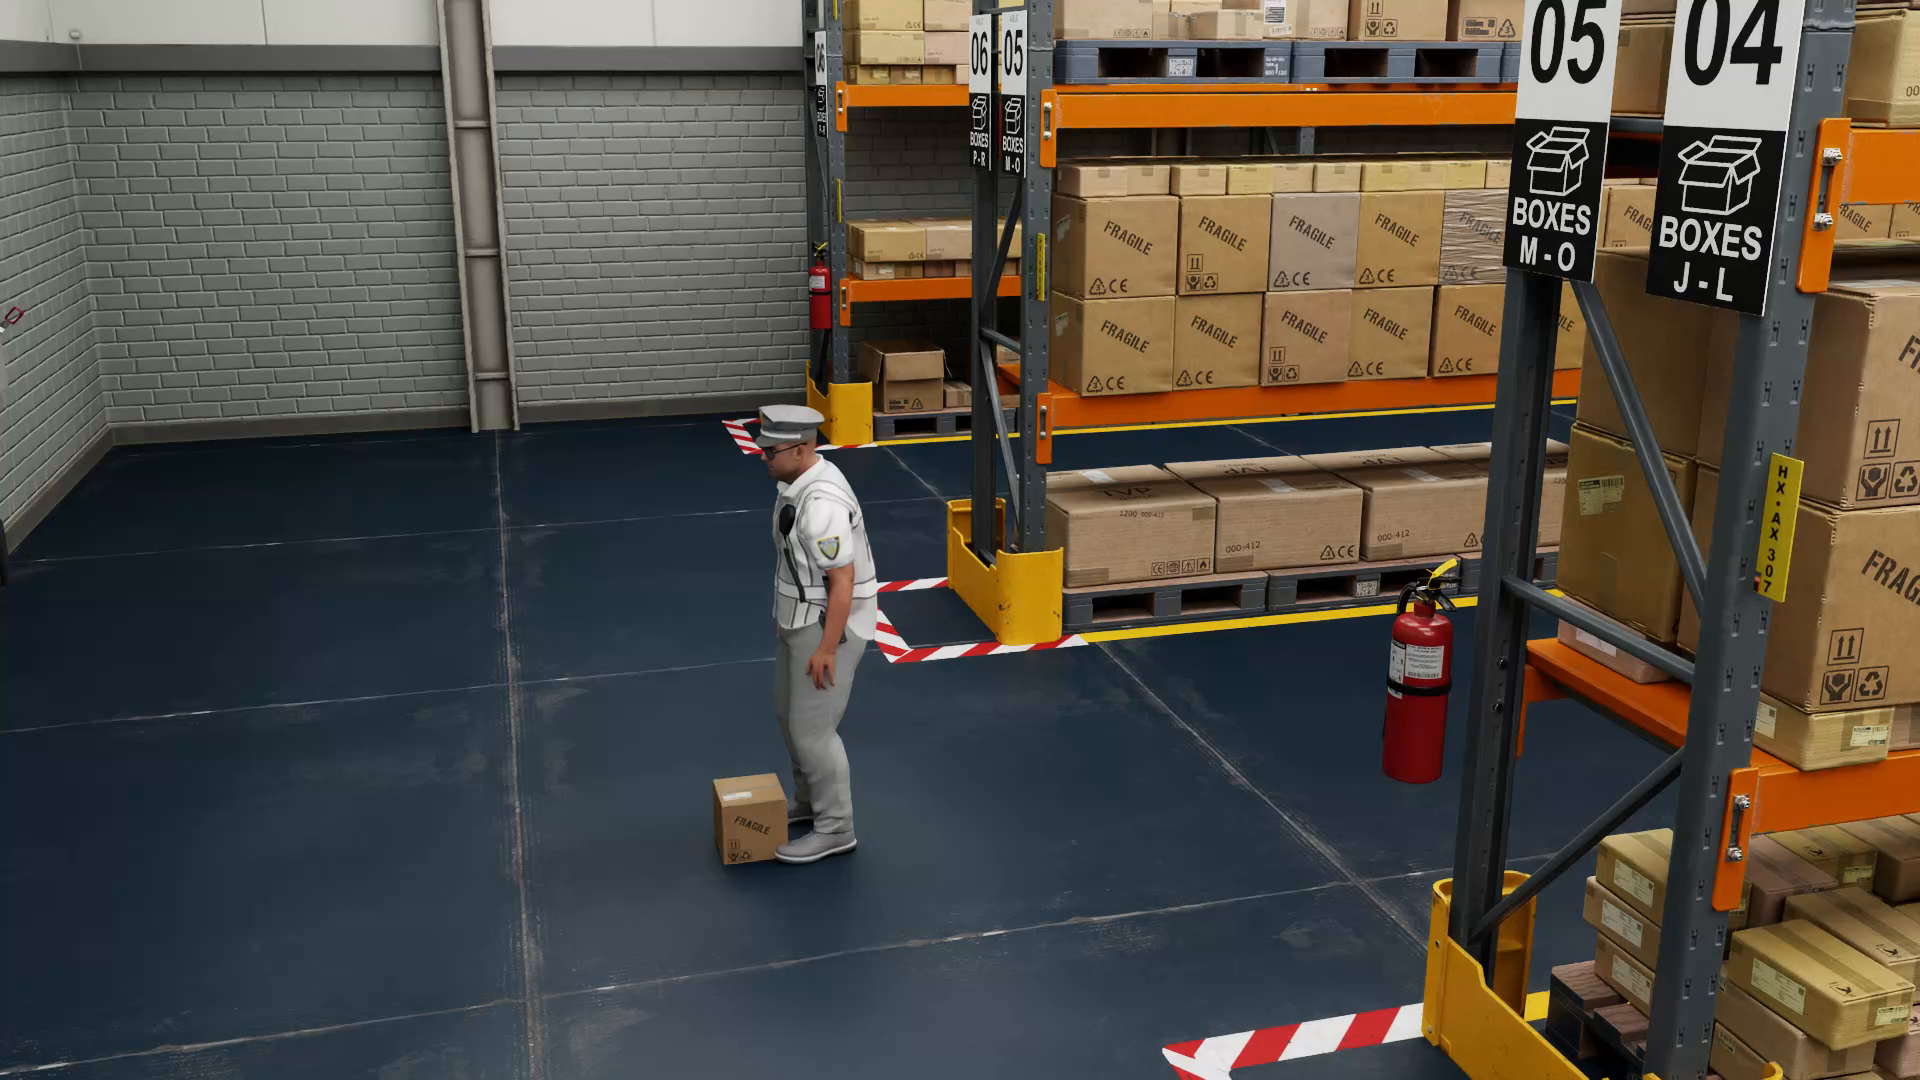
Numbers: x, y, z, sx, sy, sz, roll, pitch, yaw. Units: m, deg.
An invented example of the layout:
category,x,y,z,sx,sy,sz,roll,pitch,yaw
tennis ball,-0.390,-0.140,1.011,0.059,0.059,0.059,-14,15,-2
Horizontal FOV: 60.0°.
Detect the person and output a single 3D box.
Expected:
category,x,y,z,sx,sy,sz,roll,pitch,yaw
person,-0.547,0.337,6.332,0.436,1.746,0.589,-5,17,-18
